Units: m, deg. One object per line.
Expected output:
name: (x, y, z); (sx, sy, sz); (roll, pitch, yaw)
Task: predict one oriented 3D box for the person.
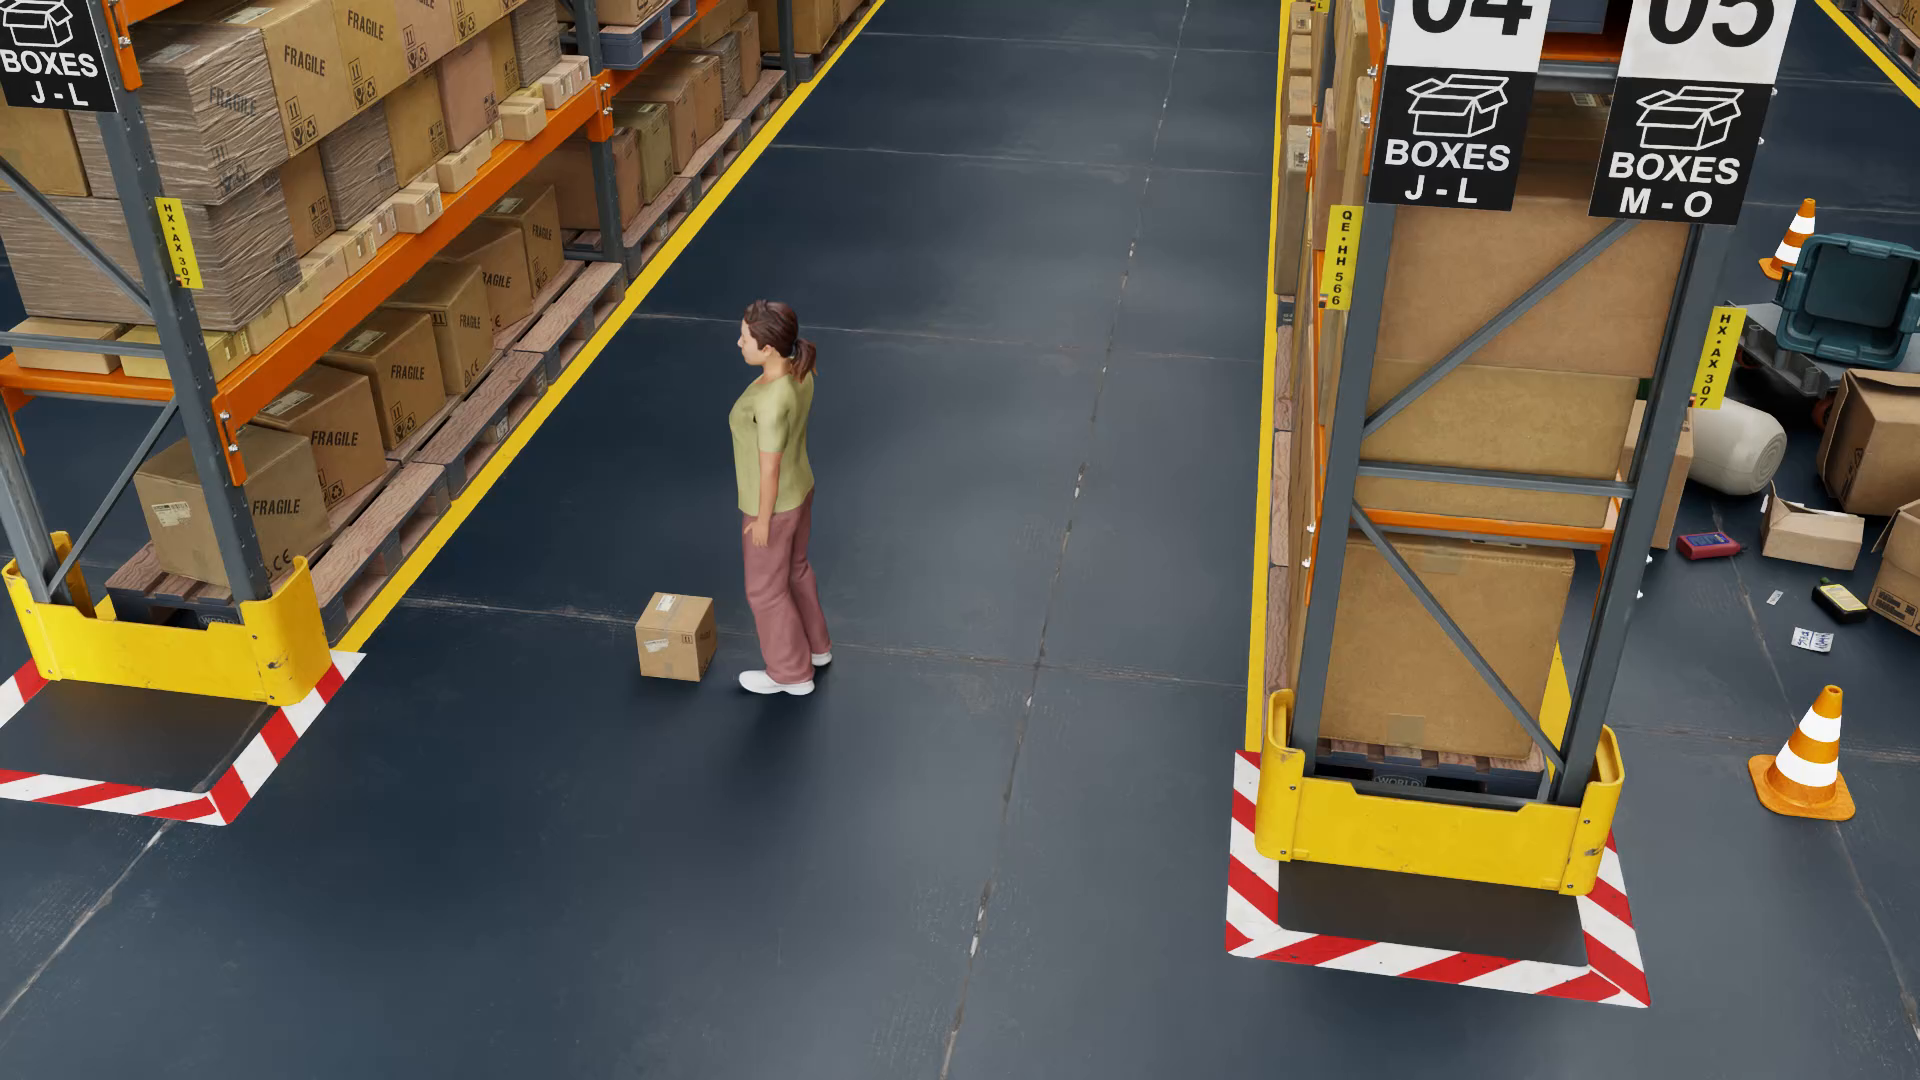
person: (-0.694, -0.147, 6.377); (0.370, 1.668, 0.441); (6, 33, 9)
